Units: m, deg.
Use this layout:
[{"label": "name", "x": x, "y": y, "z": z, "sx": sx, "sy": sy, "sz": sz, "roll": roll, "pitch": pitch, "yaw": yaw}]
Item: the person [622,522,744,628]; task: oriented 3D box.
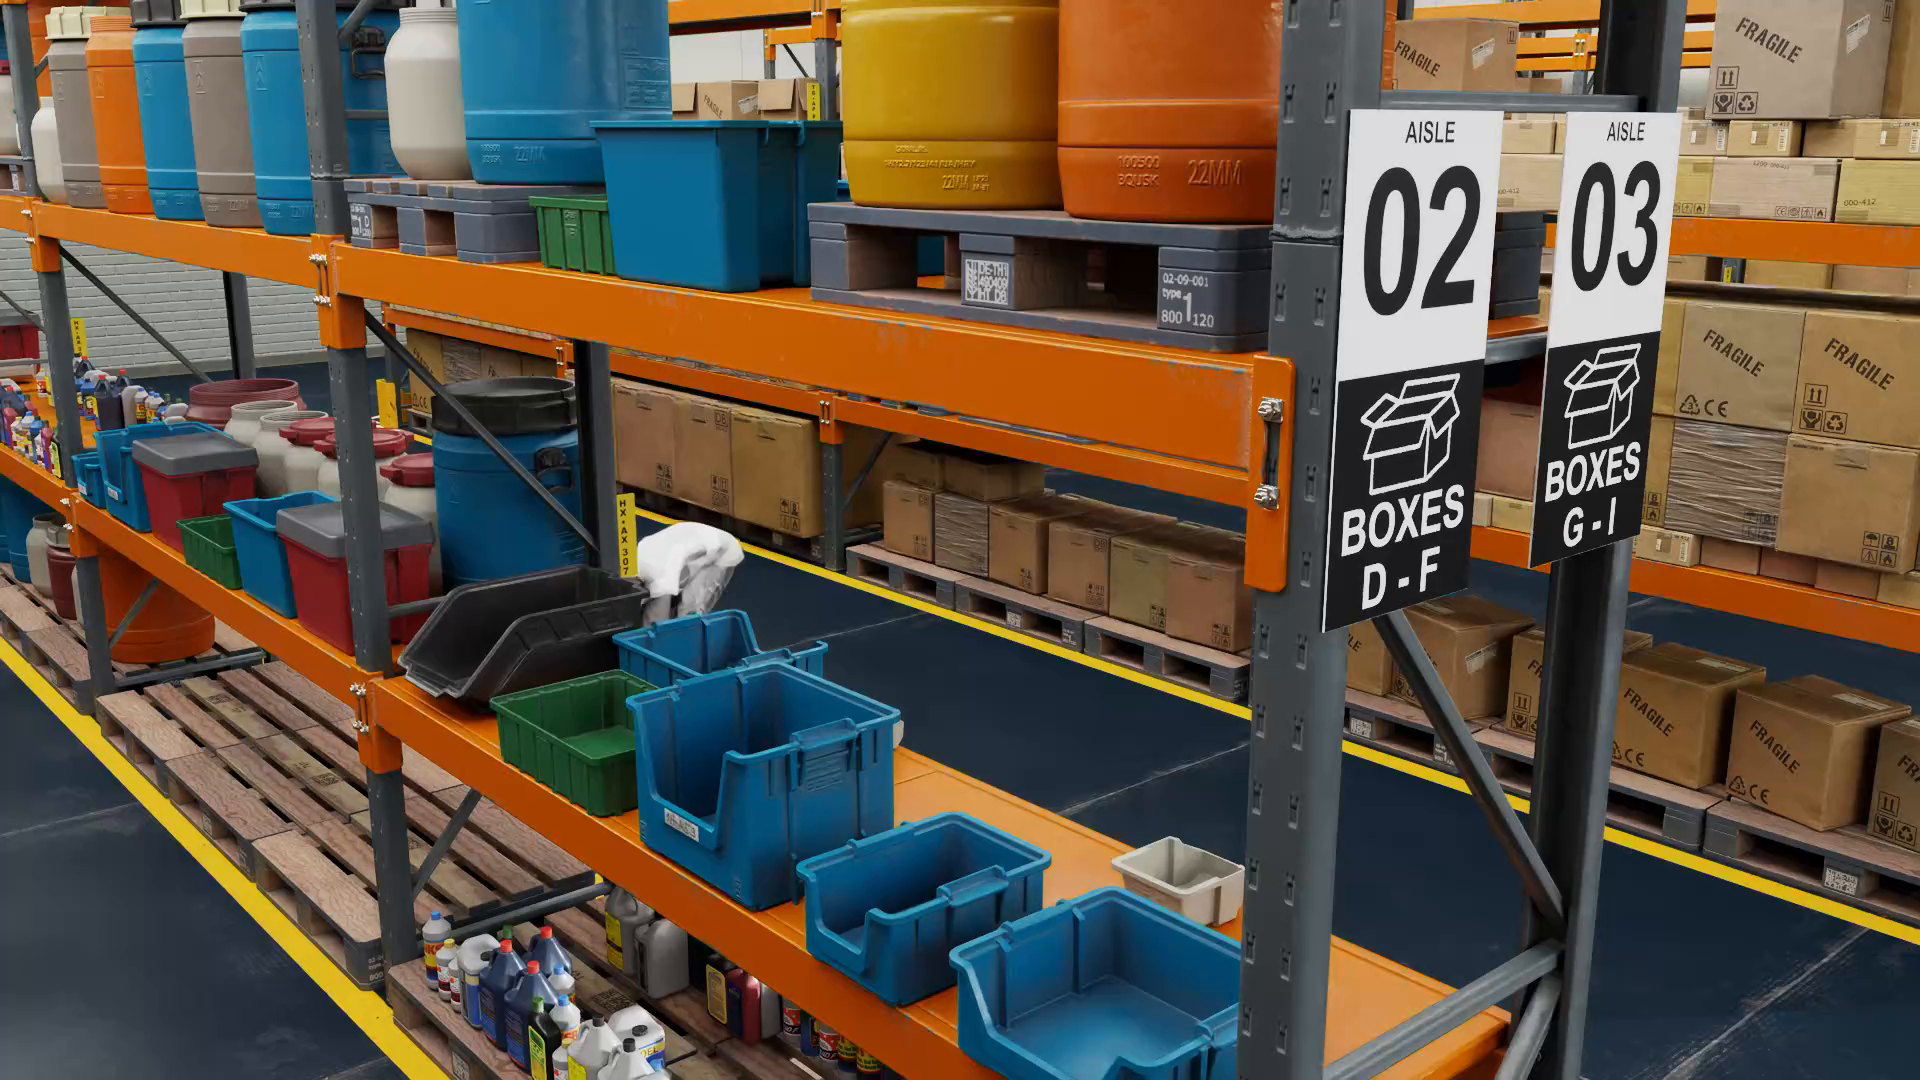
[{"label": "person", "x": -1.697, "y": 0.403, "z": 9.565, "sx": 0.982, "sy": 0.945, "sz": 0.524, "roll": -13, "pitch": 19, "yaw": -42}]
